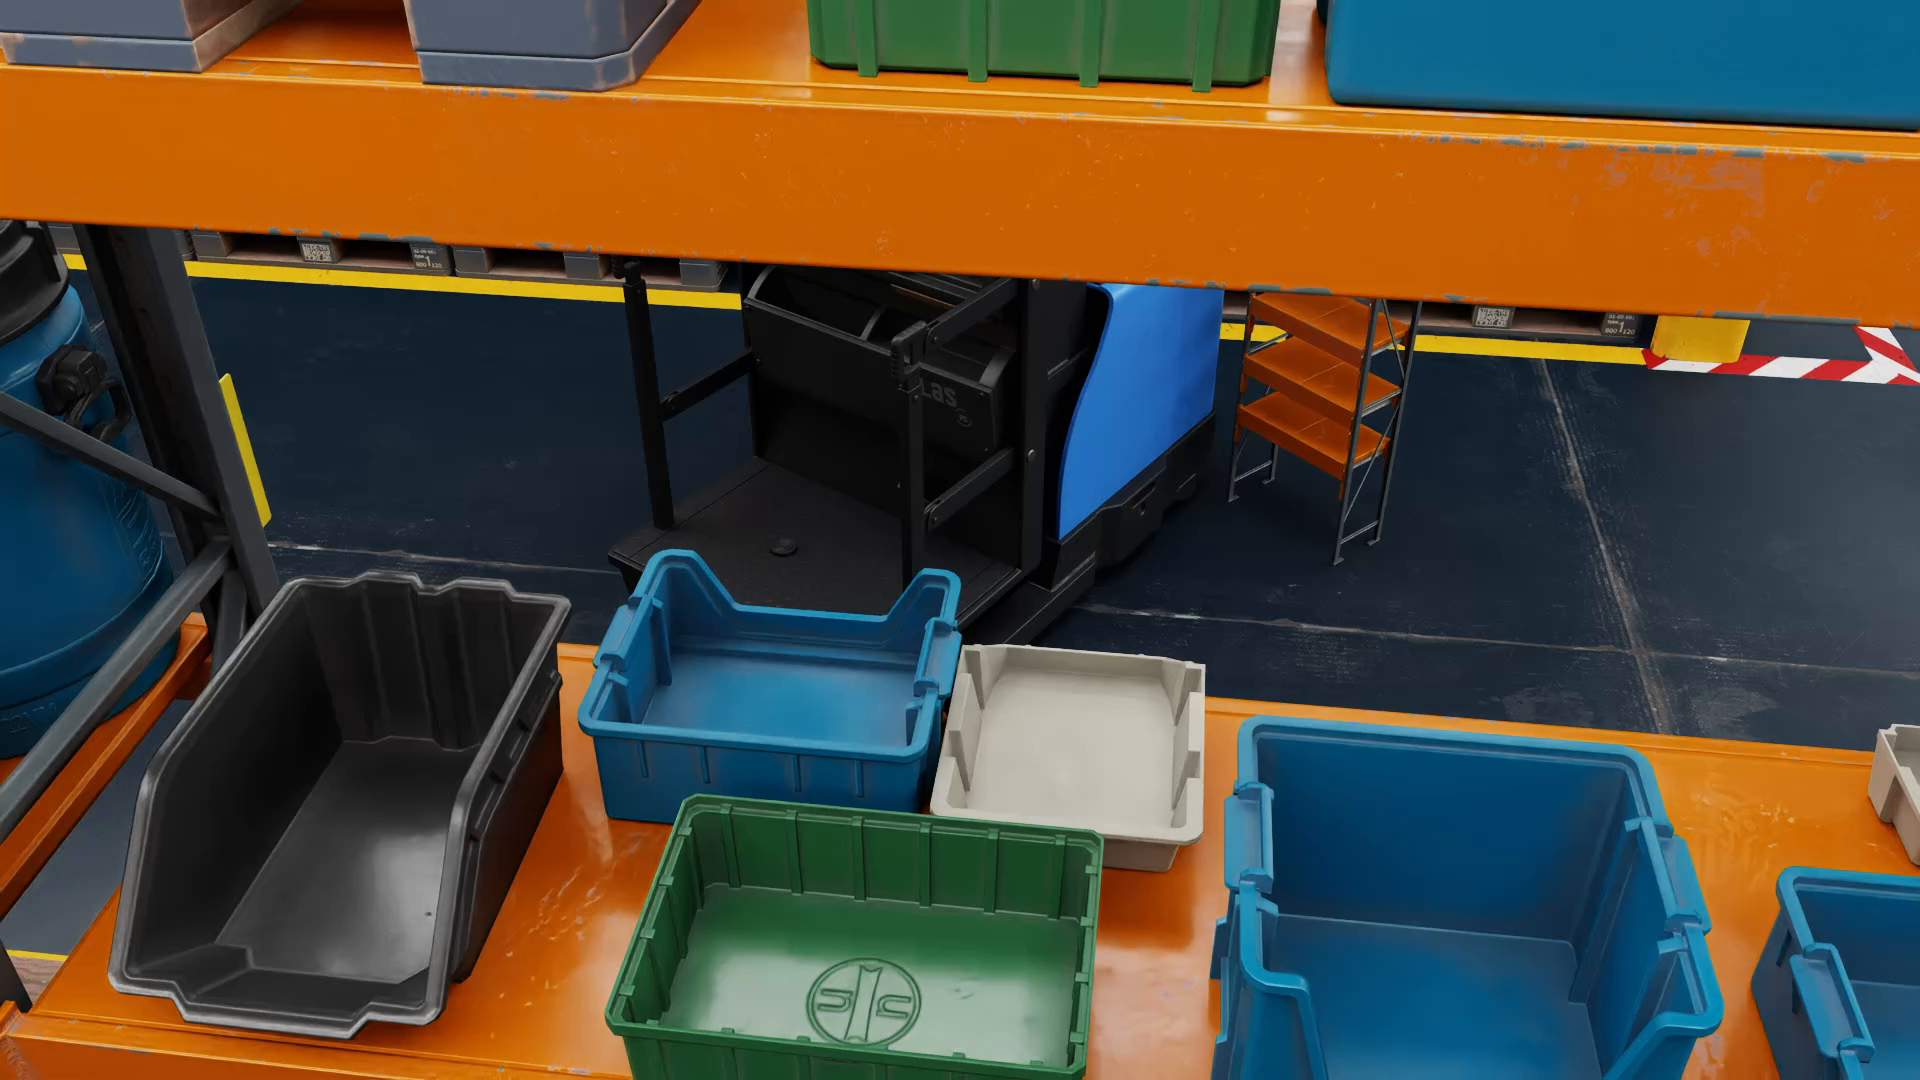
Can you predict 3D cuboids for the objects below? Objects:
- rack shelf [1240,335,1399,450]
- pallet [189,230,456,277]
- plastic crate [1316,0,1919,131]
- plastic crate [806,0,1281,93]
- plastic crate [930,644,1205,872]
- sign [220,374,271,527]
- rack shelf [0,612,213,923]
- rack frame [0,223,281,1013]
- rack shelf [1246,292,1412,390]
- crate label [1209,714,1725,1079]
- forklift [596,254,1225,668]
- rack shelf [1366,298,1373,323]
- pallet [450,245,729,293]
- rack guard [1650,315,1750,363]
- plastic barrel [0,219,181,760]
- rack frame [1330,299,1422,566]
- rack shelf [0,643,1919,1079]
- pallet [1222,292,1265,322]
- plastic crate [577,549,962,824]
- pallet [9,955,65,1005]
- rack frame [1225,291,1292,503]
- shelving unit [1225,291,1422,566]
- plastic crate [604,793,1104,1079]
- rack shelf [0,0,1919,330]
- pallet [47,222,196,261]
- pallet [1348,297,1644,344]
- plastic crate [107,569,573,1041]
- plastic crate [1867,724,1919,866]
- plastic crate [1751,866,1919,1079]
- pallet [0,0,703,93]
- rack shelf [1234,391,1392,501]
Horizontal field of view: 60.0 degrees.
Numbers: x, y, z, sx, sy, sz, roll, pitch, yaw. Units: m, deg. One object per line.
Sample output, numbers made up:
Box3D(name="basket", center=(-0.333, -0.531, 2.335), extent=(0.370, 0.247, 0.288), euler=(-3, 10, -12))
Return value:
Box3D(name="rack shelf", center=(1.199, -0.502, 5.537), extent=(0.258, 0.148, 0.480), euler=(-25, 42, -31))
Box3D(name="pallet", center=(-2.799, -1.584, 7.788), extent=(1.213, 0.211, 1.003), euler=(4, 36, 6))
Box3D(name="plastic crate", center=(0.593, -0.606, 1.449), extent=(0.575, 0.384, 0.392), euler=(4, 36, 6))
Box3D(name="plastic crate", center=(0.086, -0.581, 1.582), extent=(0.450, 0.188, 0.336), euler=(4, 36, 6))
Box3D(name="plastic crate", center=(0.199, 0.362, 2.888), extent=(0.437, 0.136, 0.530), euler=(4, 36, 6))
Box3D(name="sign", center=(-1.363, -0.149, 3.138), extent=(0.005, 0.325, 0.100), euler=(4, 36, 6))
Box3D(name="rack shelf", center=(-3.428, 0.425, 3.192), extent=(4.000, 0.370, 1.077), euler=(4, 36, 6))
Box3D(name="rack frame", center=(-1.444, 0.280, 2.775), extent=(0.127, 3.000, 1.000), euler=(4, 36, 6))
Box3D(name="rack shelf", center=(1.199, -0.685, 5.407), extent=(0.258, 0.148, 0.480), euler=(-25, 42, -31))
Box3D(name="crate label", center=(0.663, 0.581, 2.323), extent=(0.616, 0.435, 0.502), euler=(4, 36, 6))
Box3D(name="forklift", center=(-0.370, -0.901, 4.490), extent=(1.130, 2.935, 3.031), euler=(23, 42, 29))
Box3D(name="rack shelf", center=(1.199, -0.877, 5.270), extent=(0.258, 0.148, 0.480), euler=(-25, 42, -31))
Box3D(name="pallet", center=(-1.586, -1.496, 7.664), extent=(1.213, 0.211, 1.003), euler=(4, 36, 6))
Box3D(name="rack guard", center=(3.079, -1.266, 7.093), extent=(0.348, 0.500, 1.175), euler=(4, 36, 6))
Box3D(name="plastic barrel", center=(-1.789, -0.127, 2.914), extent=(0.708, 0.901, 0.600), euler=(4, 36, 6))
Box3D(name="rack frame", center=(1.352, -0.447, 5.343), extent=(0.240, 1.200, 0.015), euler=(-25, 42, -31))
Box3D(name="rack shelf", center=(0.539, 0.721, 2.777), extent=(4.000, 0.370, 1.077), euler=(4, 36, 6))
Box3D(name="pallet", center=(1.071, -1.321, 7.419), extent=(1.213, 0.211, 1.003), euler=(4, 36, 6))
Box3D(name="plastic crate", center=(-0.312, 0.266, 2.923), extent=(0.616, 0.251, 0.499), euler=(4, 36, 6))
Box3D(name="pallet", center=(-2.228, 1.379, 3.636), extent=(1.213, 0.211, 1.003), euler=(4, 36, 6))
Box3D(name="rack frame", center=(1.046, -0.668, 5.653), extent=(0.240, 1.200, 0.015), euler=(-25, 42, -31))
Box3D(name="shelving unit", center=(1.199, -0.557, 5.498), extent=(0.258, 1.200, 0.503), euler=(-25, 42, -31))
Box3D(name="plastic crate", center=(-0.134, 0.629, 2.468), extent=(0.662, 0.188, 0.450), euler=(4, 36, 6))
Box3D(name="rack shelf", center=(0.539, -0.500, 1.906), extent=(4.000, 0.370, 1.077), euler=(4, 36, 6))
Box3D(name="pallet", center=(-4.006, -1.676, 7.917), extent=(1.213, 0.211, 1.003), euler=(4, 36, 6))
Box3D(name="pallet", center=(2.277, -1.229, 7.290), extent=(1.213, 0.211, 1.003), euler=(4, 36, 6))
Box3D(name="plastic crate", center=(-0.941, 0.417, 2.637), extent=(0.504, 0.338, 0.767), euler=(4, 36, 6))
Box3D(name="plastic crate", center=(1.677, 0.432, 2.790), extent=(0.250, 0.136, 0.298), euler=(4, 36, 6))
Box3D(name="plastic crate", center=(1.345, 0.721, 2.286), extent=(0.408, 0.251, 0.499), euler=(4, 36, 6))
Box3D(name="pallet", center=(-0.716, -0.867, 1.963), extent=(1.003, 0.211, 1.213), euler=(4, 36, 6))
Box3D(name="rack shelf", center=(1.199, -0.341, 5.652), extent=(0.258, 0.148, 0.480), euler=(-25, 42, -31))
